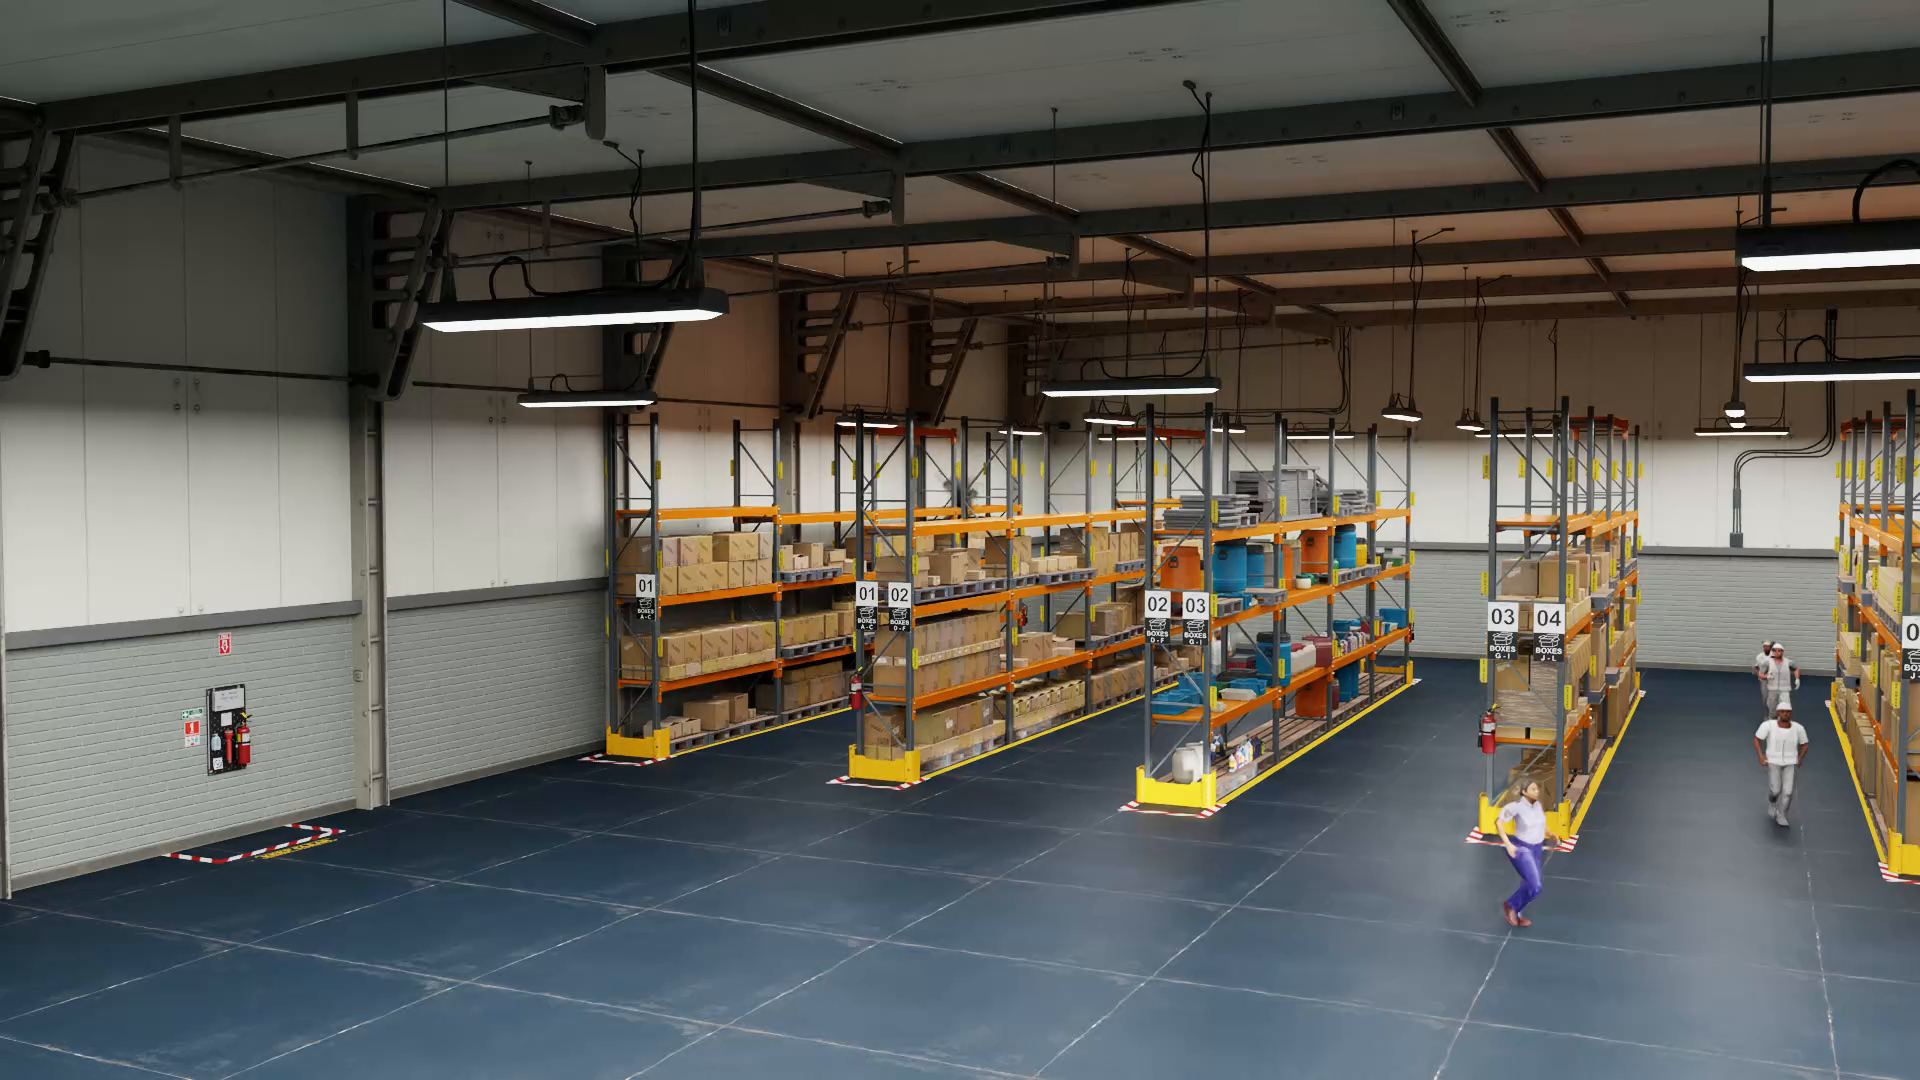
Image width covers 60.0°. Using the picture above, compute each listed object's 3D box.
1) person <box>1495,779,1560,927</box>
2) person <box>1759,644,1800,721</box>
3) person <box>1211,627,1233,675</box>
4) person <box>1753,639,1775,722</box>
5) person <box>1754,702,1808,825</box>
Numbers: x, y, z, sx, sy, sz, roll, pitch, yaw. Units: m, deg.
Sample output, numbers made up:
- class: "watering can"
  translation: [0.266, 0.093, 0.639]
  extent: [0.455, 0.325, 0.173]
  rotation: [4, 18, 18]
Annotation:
- class: "person"
  translation: [6.231, 3.424, 18.184]
  extent: [0.612, 1.617, 0.586]
  rotation: [-2, 3, -37]
- class: "person"
  translation: [15.109, 2.802, 30.678]
  extent: [0.670, 1.775, 0.992]
  rotation: [1, 3, 28]
- class: "person"
  translation: [5.567, 2.690, 35.873]
  extent: [0.611, 1.625, 0.546]
  rotation: [0, 2, 11]
- class: "person"
  translation: [16.079, 2.797, 33.025]
  extent: [0.590, 1.665, 0.629]
  rotation: [2, 3, 36]
- class: "person"
  translation: [11.618, 3.150, 23.521]
  extent: [0.693, 1.726, 0.546]
  rotation: [1, 3, 20]
